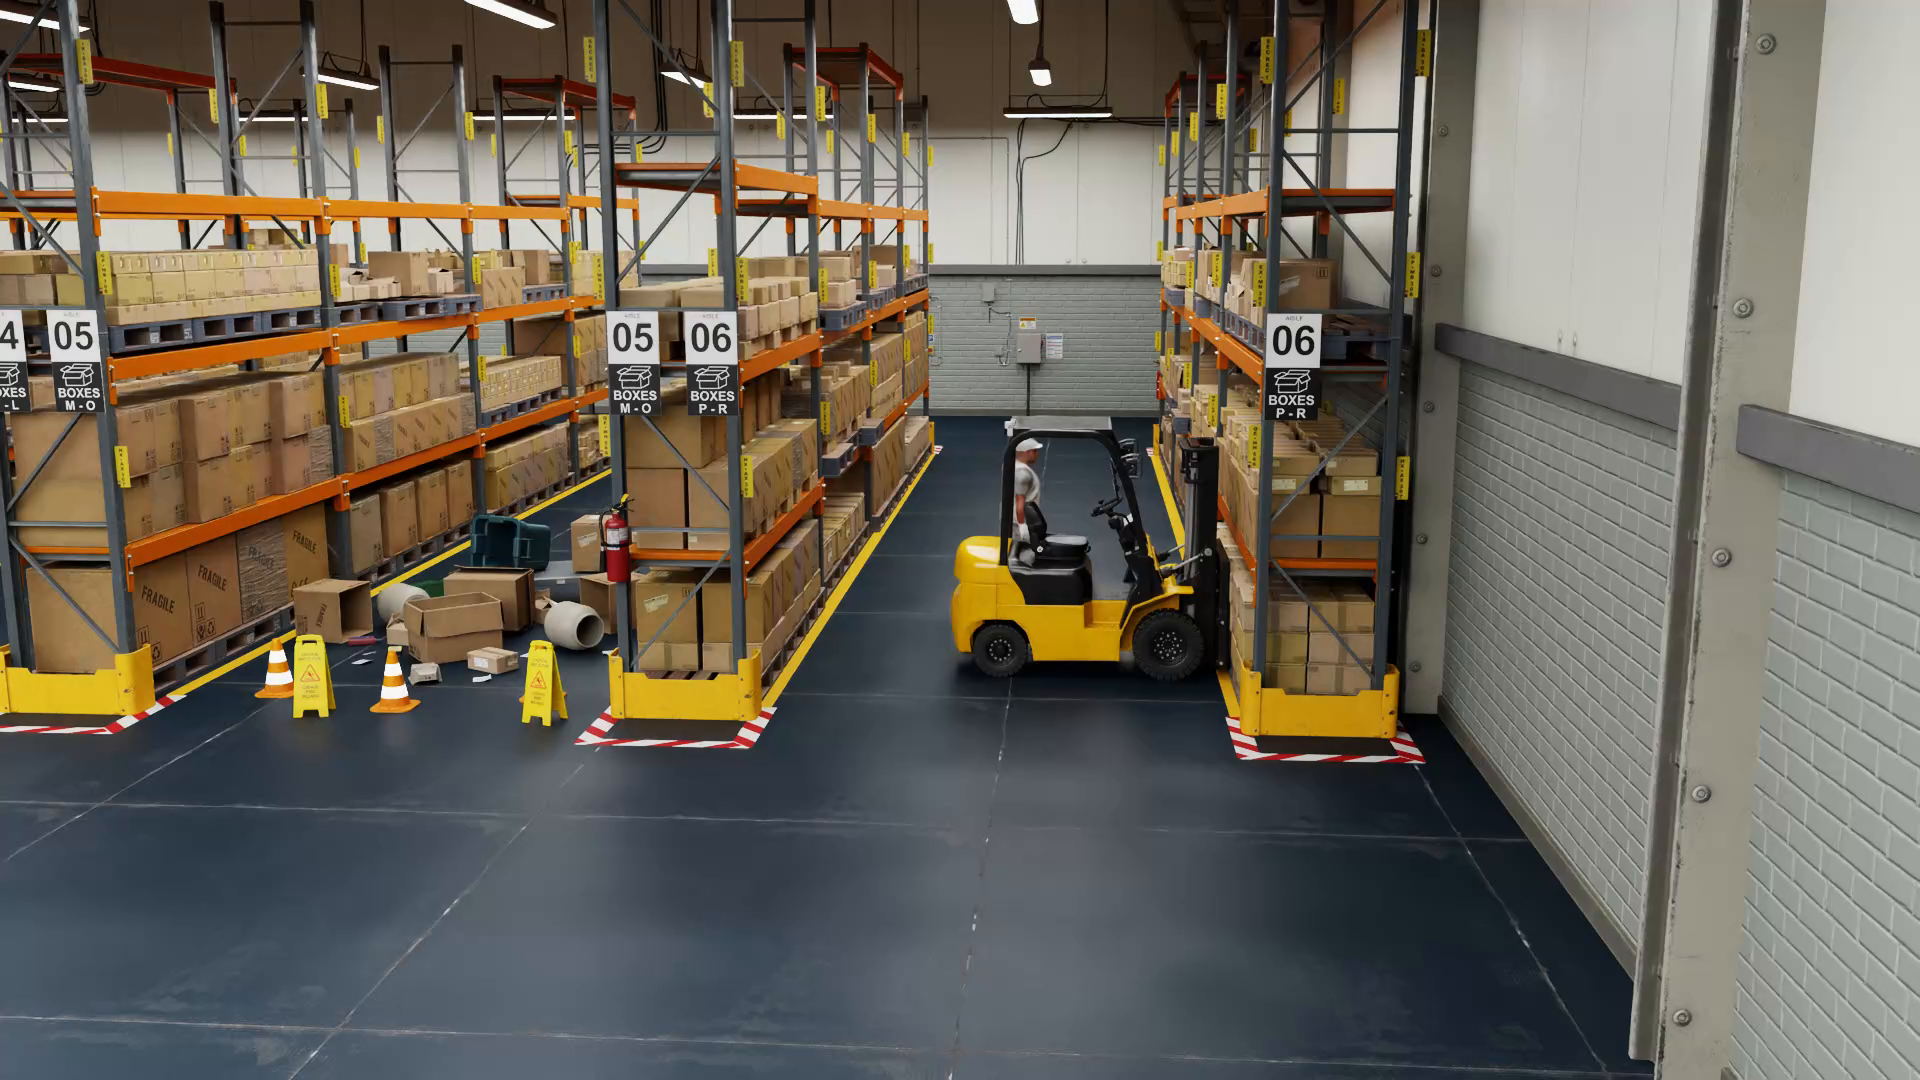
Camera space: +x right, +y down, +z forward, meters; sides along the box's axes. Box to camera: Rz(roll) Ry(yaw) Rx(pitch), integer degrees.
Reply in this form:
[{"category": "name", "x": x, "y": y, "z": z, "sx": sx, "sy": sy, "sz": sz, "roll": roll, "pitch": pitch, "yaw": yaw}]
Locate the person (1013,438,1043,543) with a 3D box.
[{"category": "person", "x": 0.729, "y": -0.157, "z": 16.721, "sx": 0.485, "sy": 1.819, "sz": 0.576, "roll": -2, "pitch": 11, "yaw": -8}]
